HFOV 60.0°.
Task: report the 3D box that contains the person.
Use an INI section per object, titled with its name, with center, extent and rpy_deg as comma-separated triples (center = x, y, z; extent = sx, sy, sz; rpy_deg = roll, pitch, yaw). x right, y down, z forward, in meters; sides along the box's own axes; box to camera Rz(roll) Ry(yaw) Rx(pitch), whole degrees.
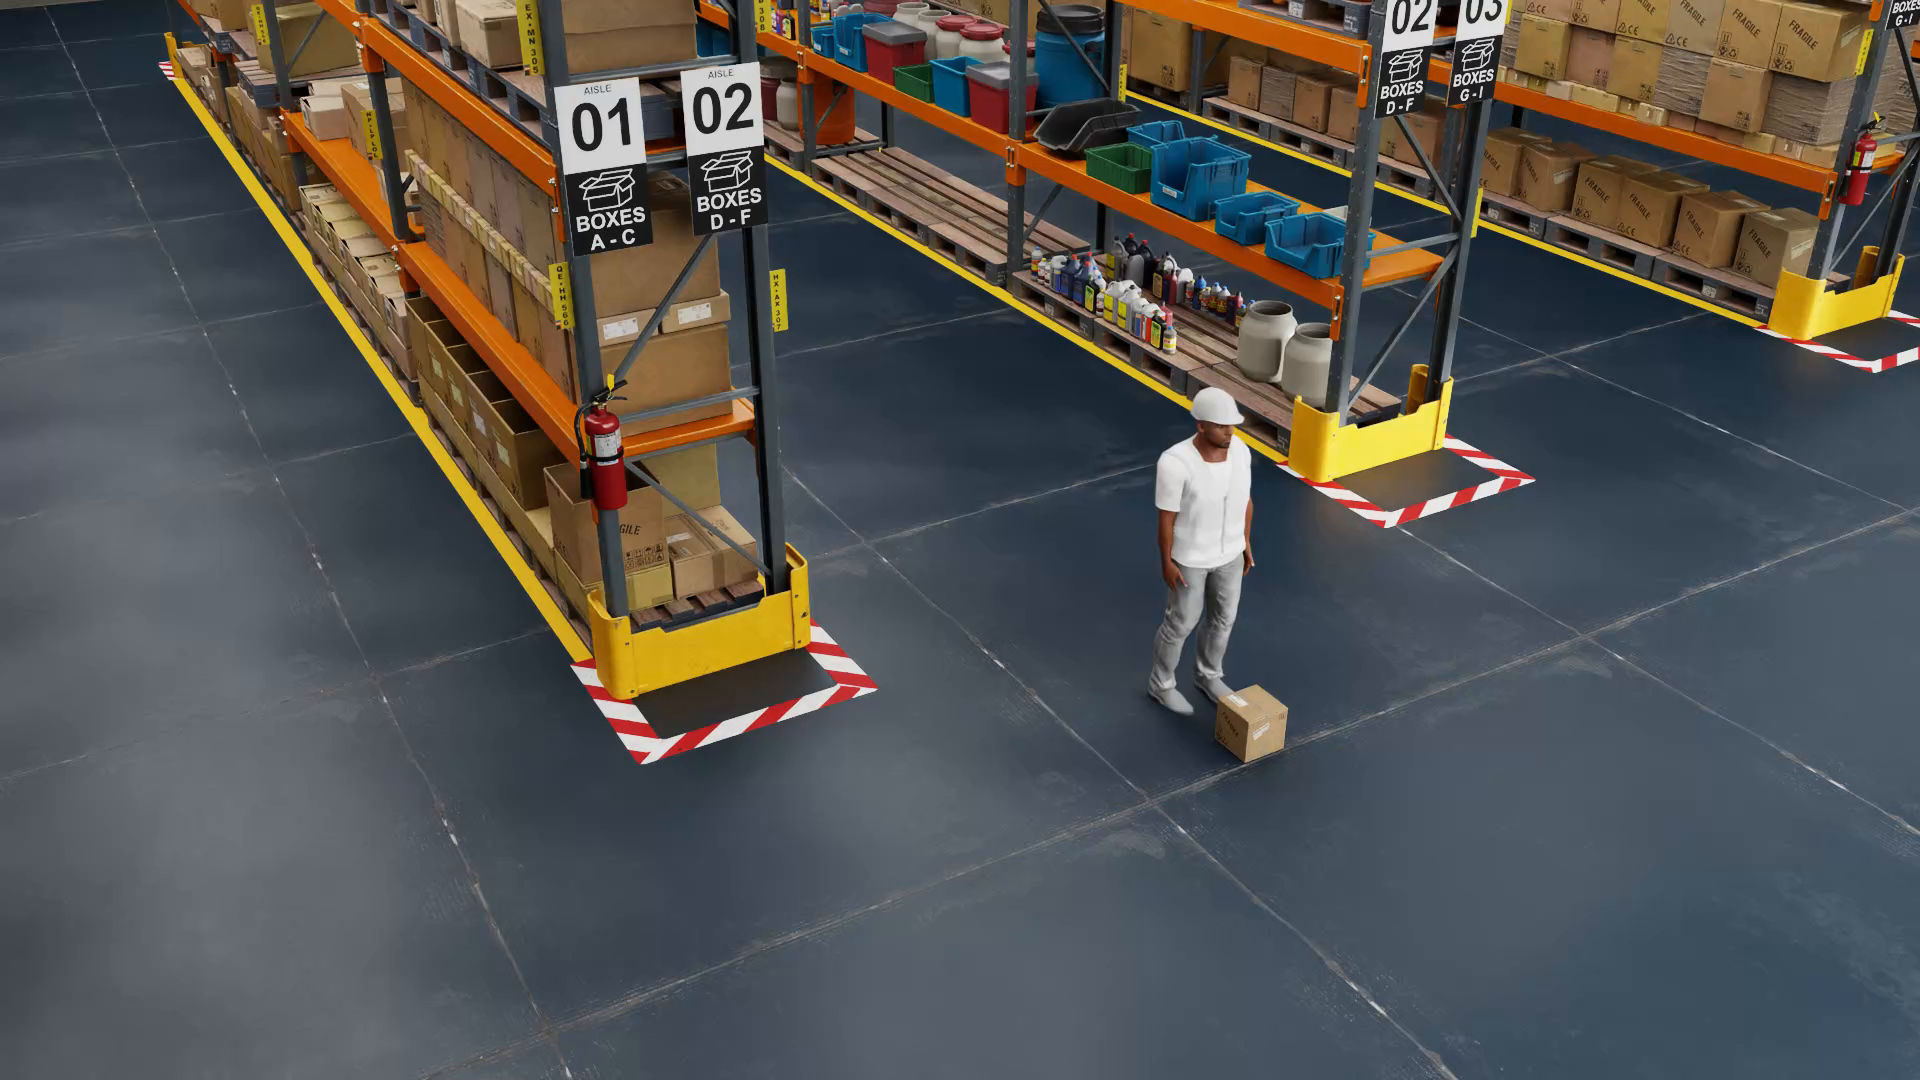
[person]
center = 1.251, 0.071, 8.434
extent = 0.563, 1.781, 0.383
rpy_deg = -15, 32, -25
